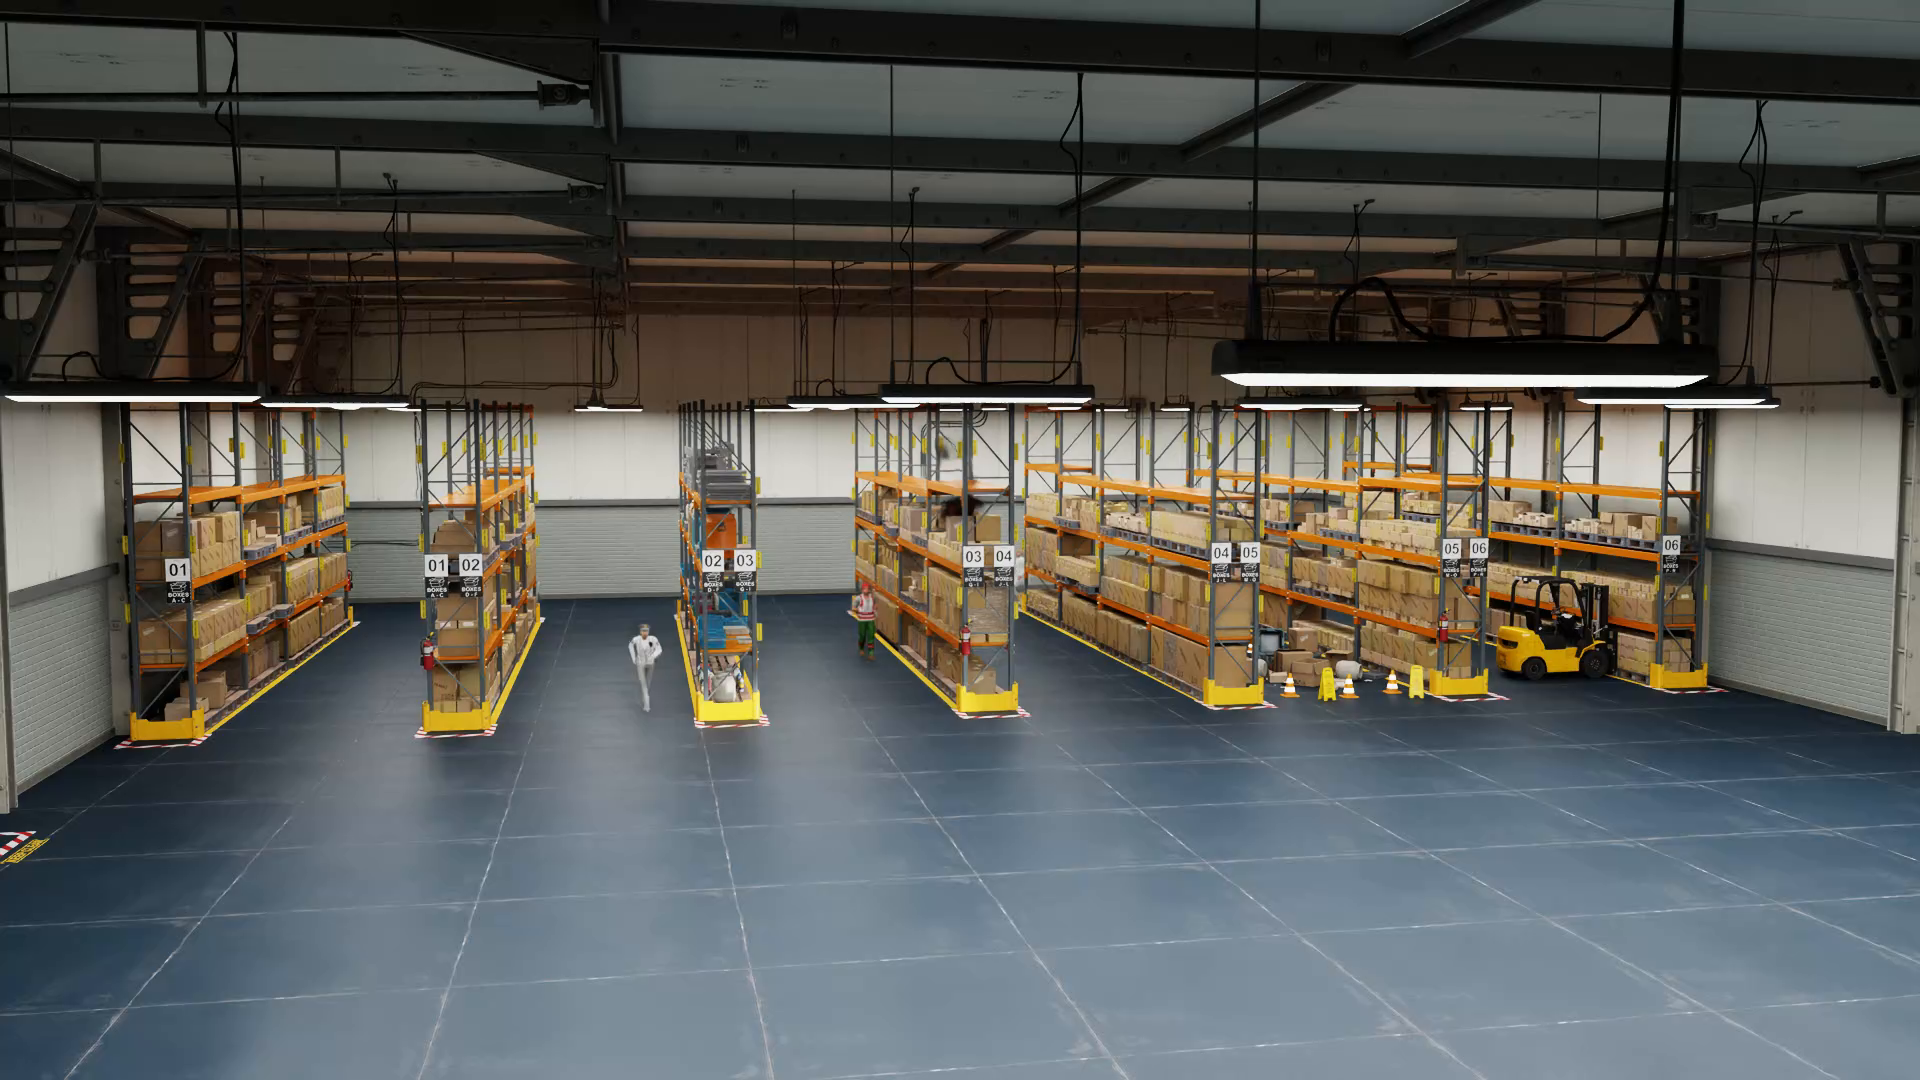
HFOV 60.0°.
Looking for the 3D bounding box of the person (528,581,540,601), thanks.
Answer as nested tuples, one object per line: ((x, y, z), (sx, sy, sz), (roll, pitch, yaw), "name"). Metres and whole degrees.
((-12.157, 1.326, 46.905), (0.563, 1.741, 0.667), (0, 4, 0), "person")

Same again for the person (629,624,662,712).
((-6.141, 2.450, 32.481), (0.619, 1.686, 1.026), (-1, 4, -16), "person")

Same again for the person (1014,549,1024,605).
((1.712, 1.133, 49.805), (0.580, 1.751, 0.737), (0, 4, -4), "person")

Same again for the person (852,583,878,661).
((-2.185, 1.882, 38.653), (0.657, 1.776, 0.935), (-1, 5, -17), "person")
